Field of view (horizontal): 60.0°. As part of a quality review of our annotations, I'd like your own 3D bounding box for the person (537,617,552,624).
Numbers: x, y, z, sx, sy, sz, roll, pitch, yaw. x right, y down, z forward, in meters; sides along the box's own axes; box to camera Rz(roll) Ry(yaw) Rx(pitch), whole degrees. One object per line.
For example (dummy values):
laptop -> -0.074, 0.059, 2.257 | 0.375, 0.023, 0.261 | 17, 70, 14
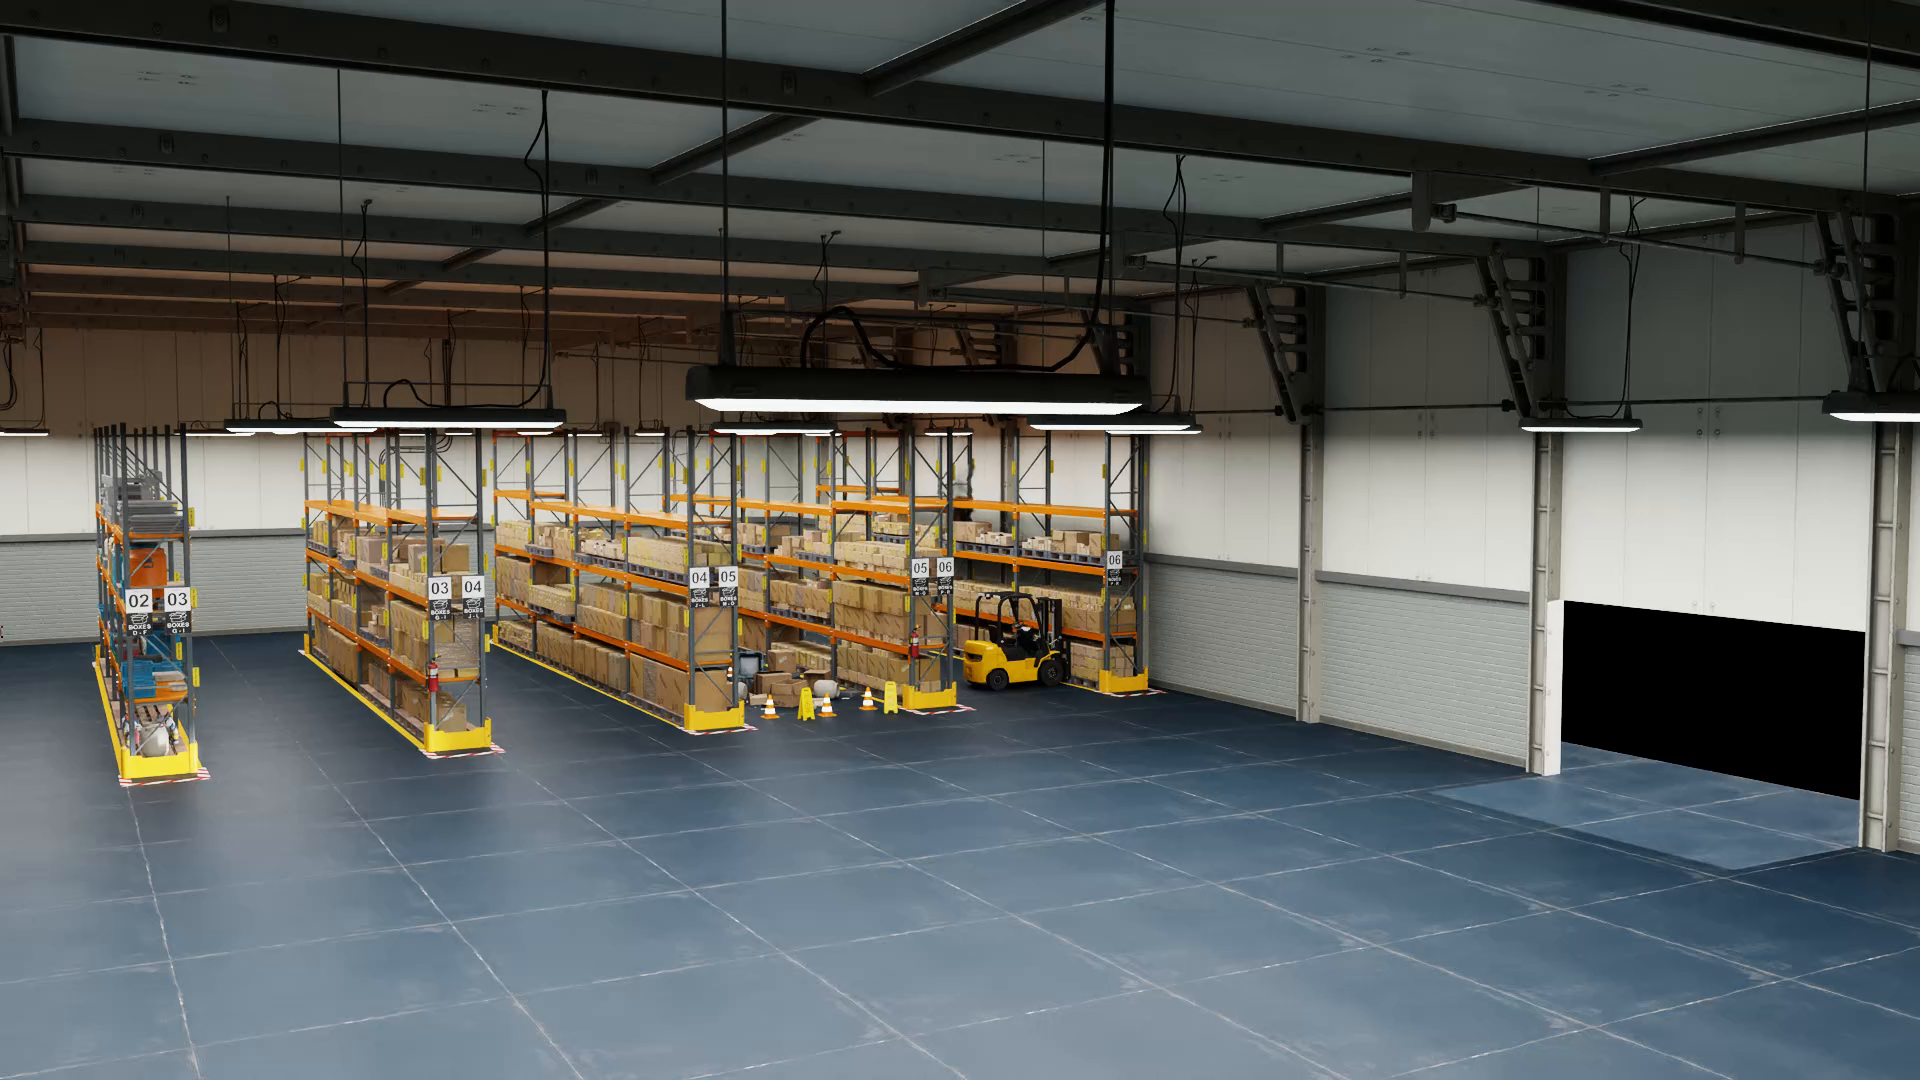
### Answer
person -> -12.187, 2.017, 48.418 | 0.538, 1.579, 0.692 | 1, 4, 20
